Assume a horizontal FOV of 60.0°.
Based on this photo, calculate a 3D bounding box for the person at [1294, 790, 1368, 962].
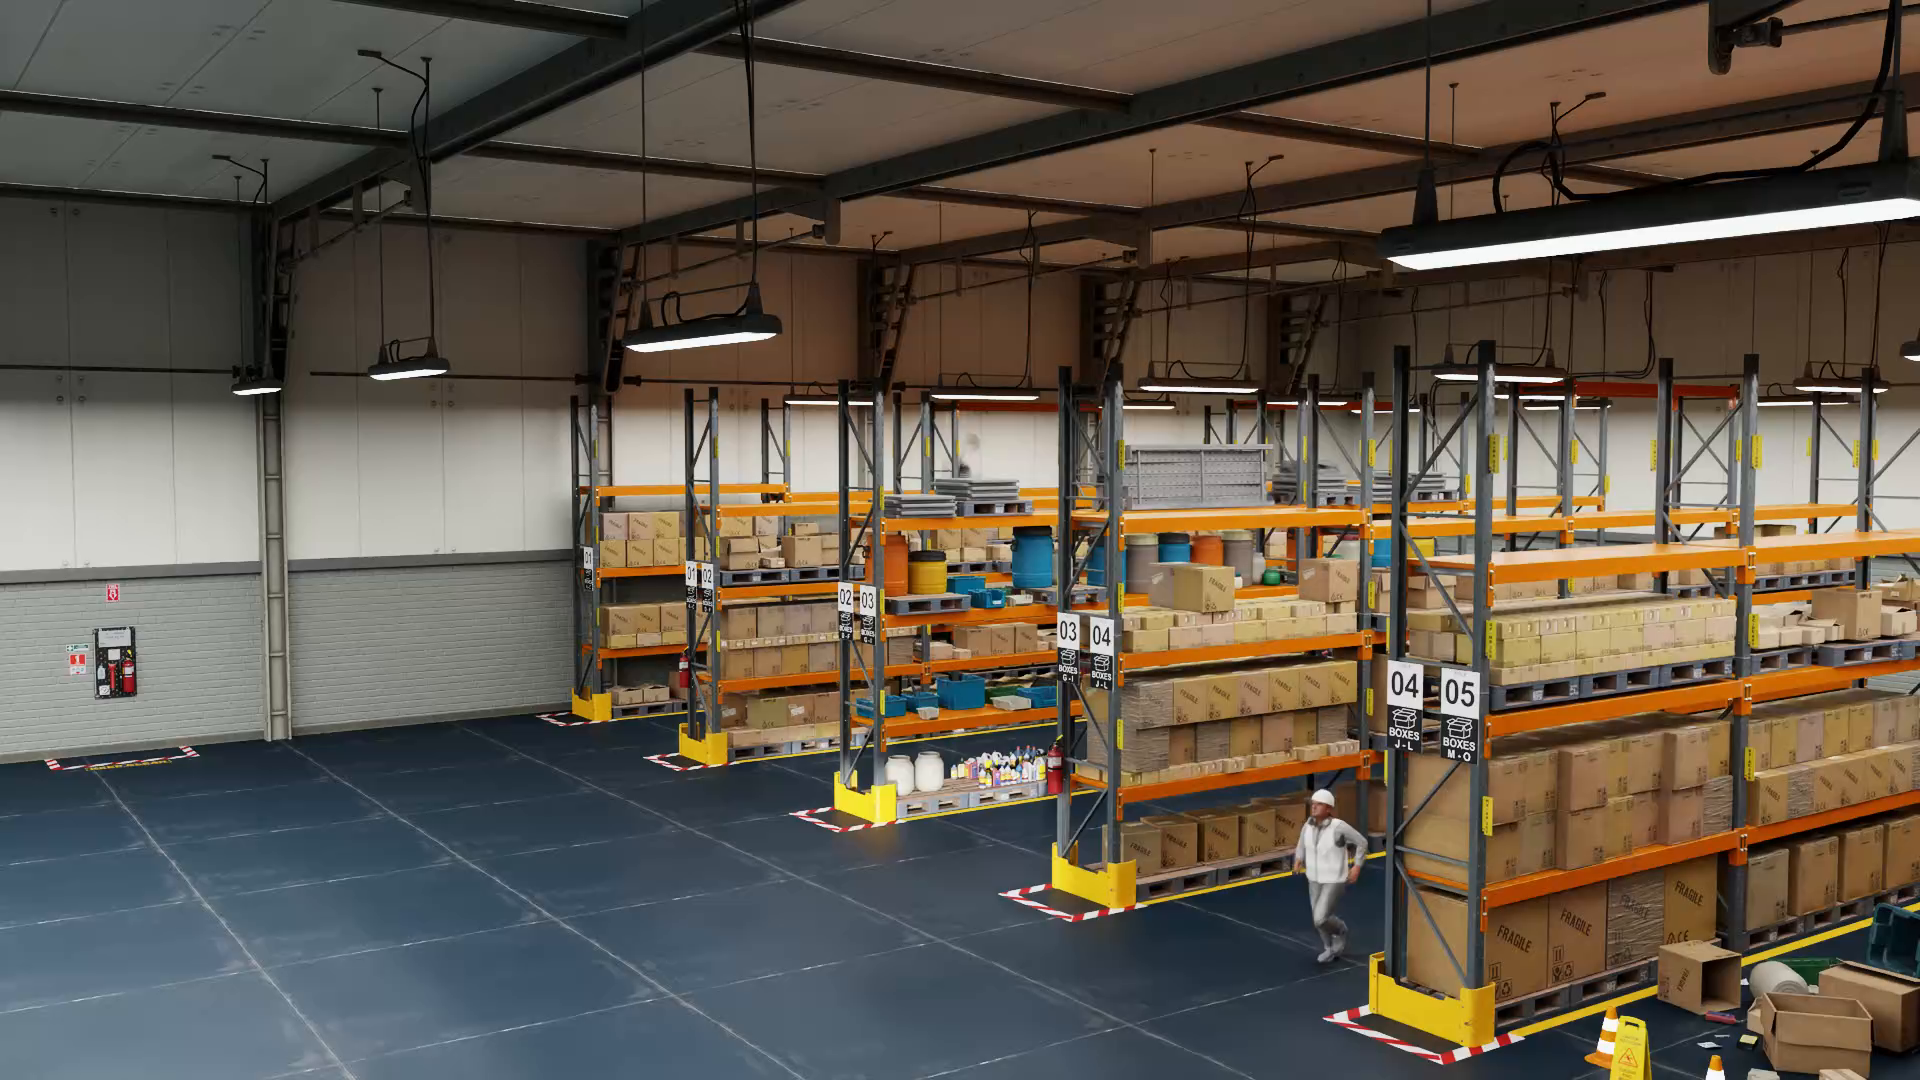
[{"bbox_3d":[3.583,3.319,16.303,0.703,1.734,0.682,-3,5,-41],"label":"person"}]

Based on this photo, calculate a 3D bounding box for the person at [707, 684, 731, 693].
[{"bbox_3d":[-4.111,2.611,29.010,0.641,1.610,0.581,-3,4,-39],"label":"person"}]
